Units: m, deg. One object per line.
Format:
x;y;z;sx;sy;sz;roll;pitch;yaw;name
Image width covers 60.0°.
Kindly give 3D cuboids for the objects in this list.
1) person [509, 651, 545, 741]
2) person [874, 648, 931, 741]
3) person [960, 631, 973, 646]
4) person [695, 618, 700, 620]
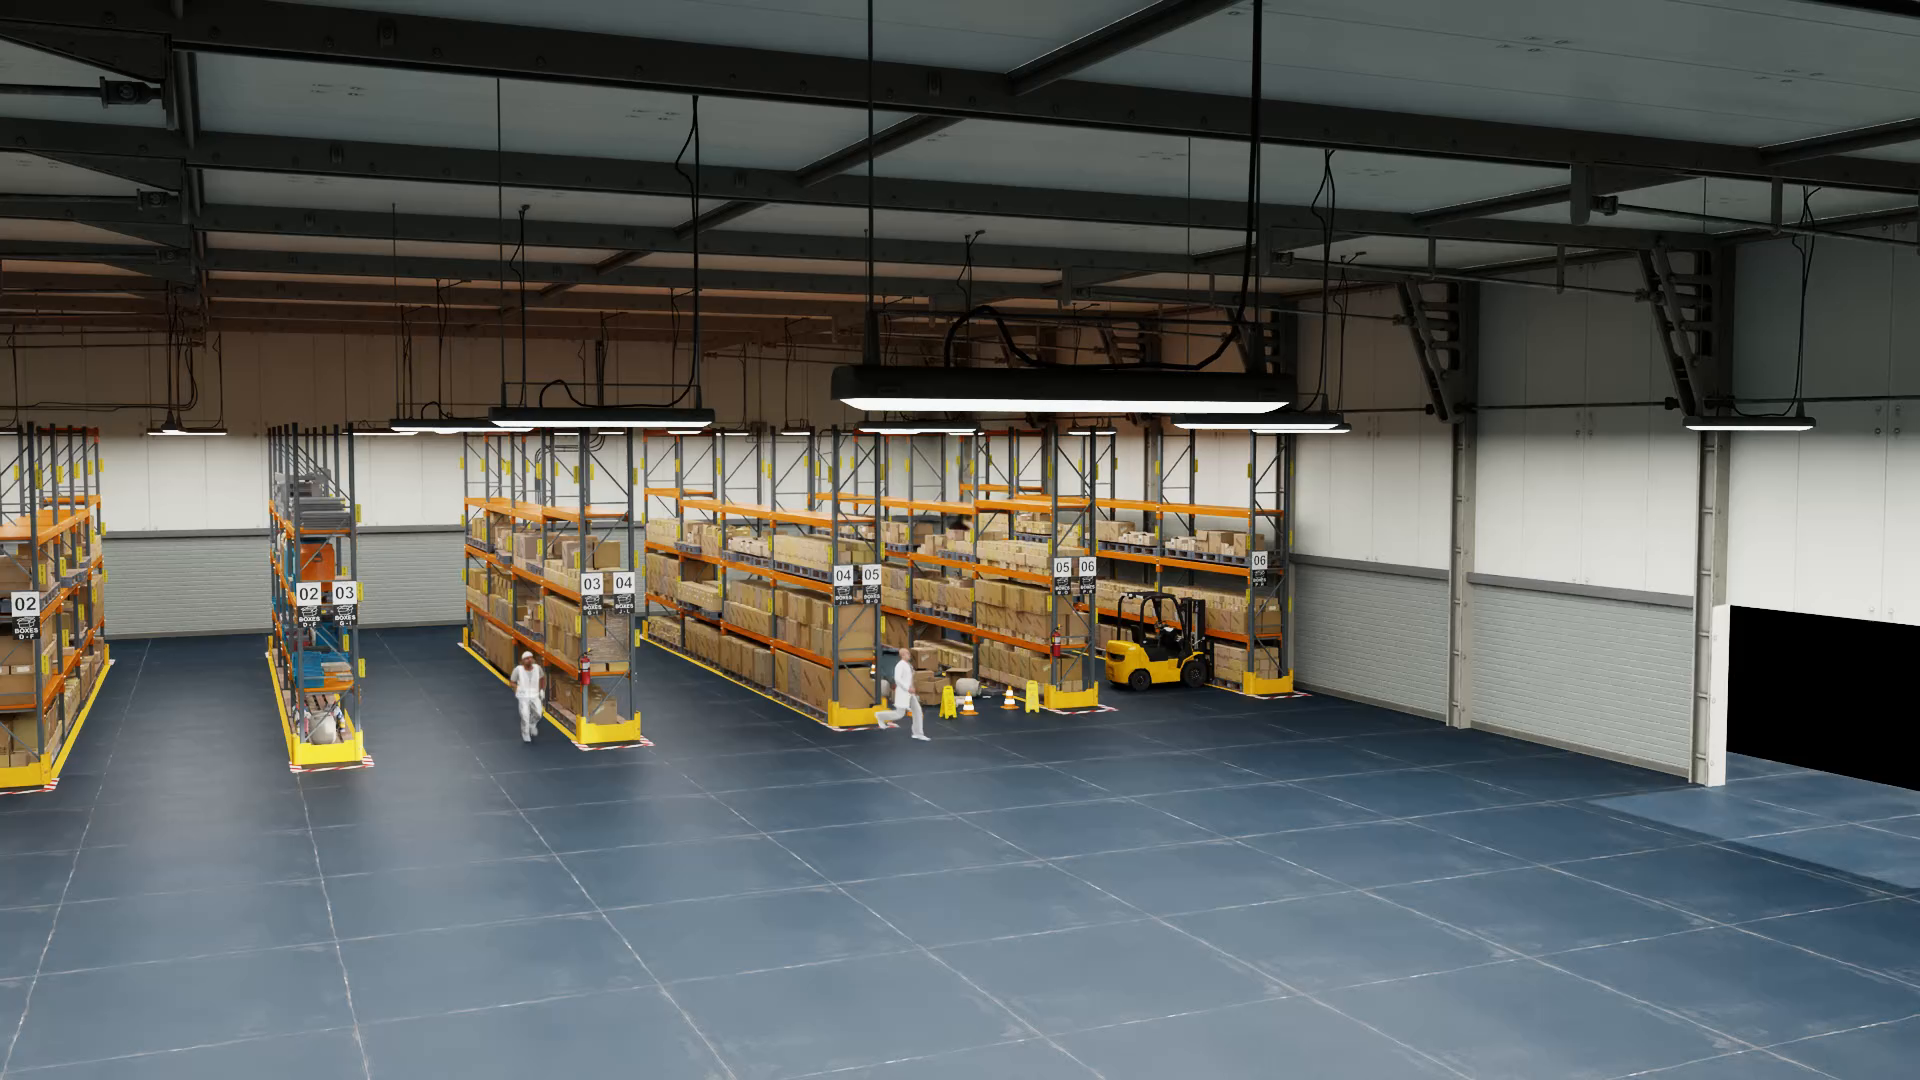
-8.107;2.950;31.283;0.696;1.716;0.612;-2;4;-27;person
-1.090;2.941;31.640;1.099;1.771;0.691;1;4;21;person
0.195;2.079;45.222;0.679;1.783;0.667;-2;4;-23;person
-7.822;1.763;50.353;0.655;1.766;0.889;3;5;40;person
